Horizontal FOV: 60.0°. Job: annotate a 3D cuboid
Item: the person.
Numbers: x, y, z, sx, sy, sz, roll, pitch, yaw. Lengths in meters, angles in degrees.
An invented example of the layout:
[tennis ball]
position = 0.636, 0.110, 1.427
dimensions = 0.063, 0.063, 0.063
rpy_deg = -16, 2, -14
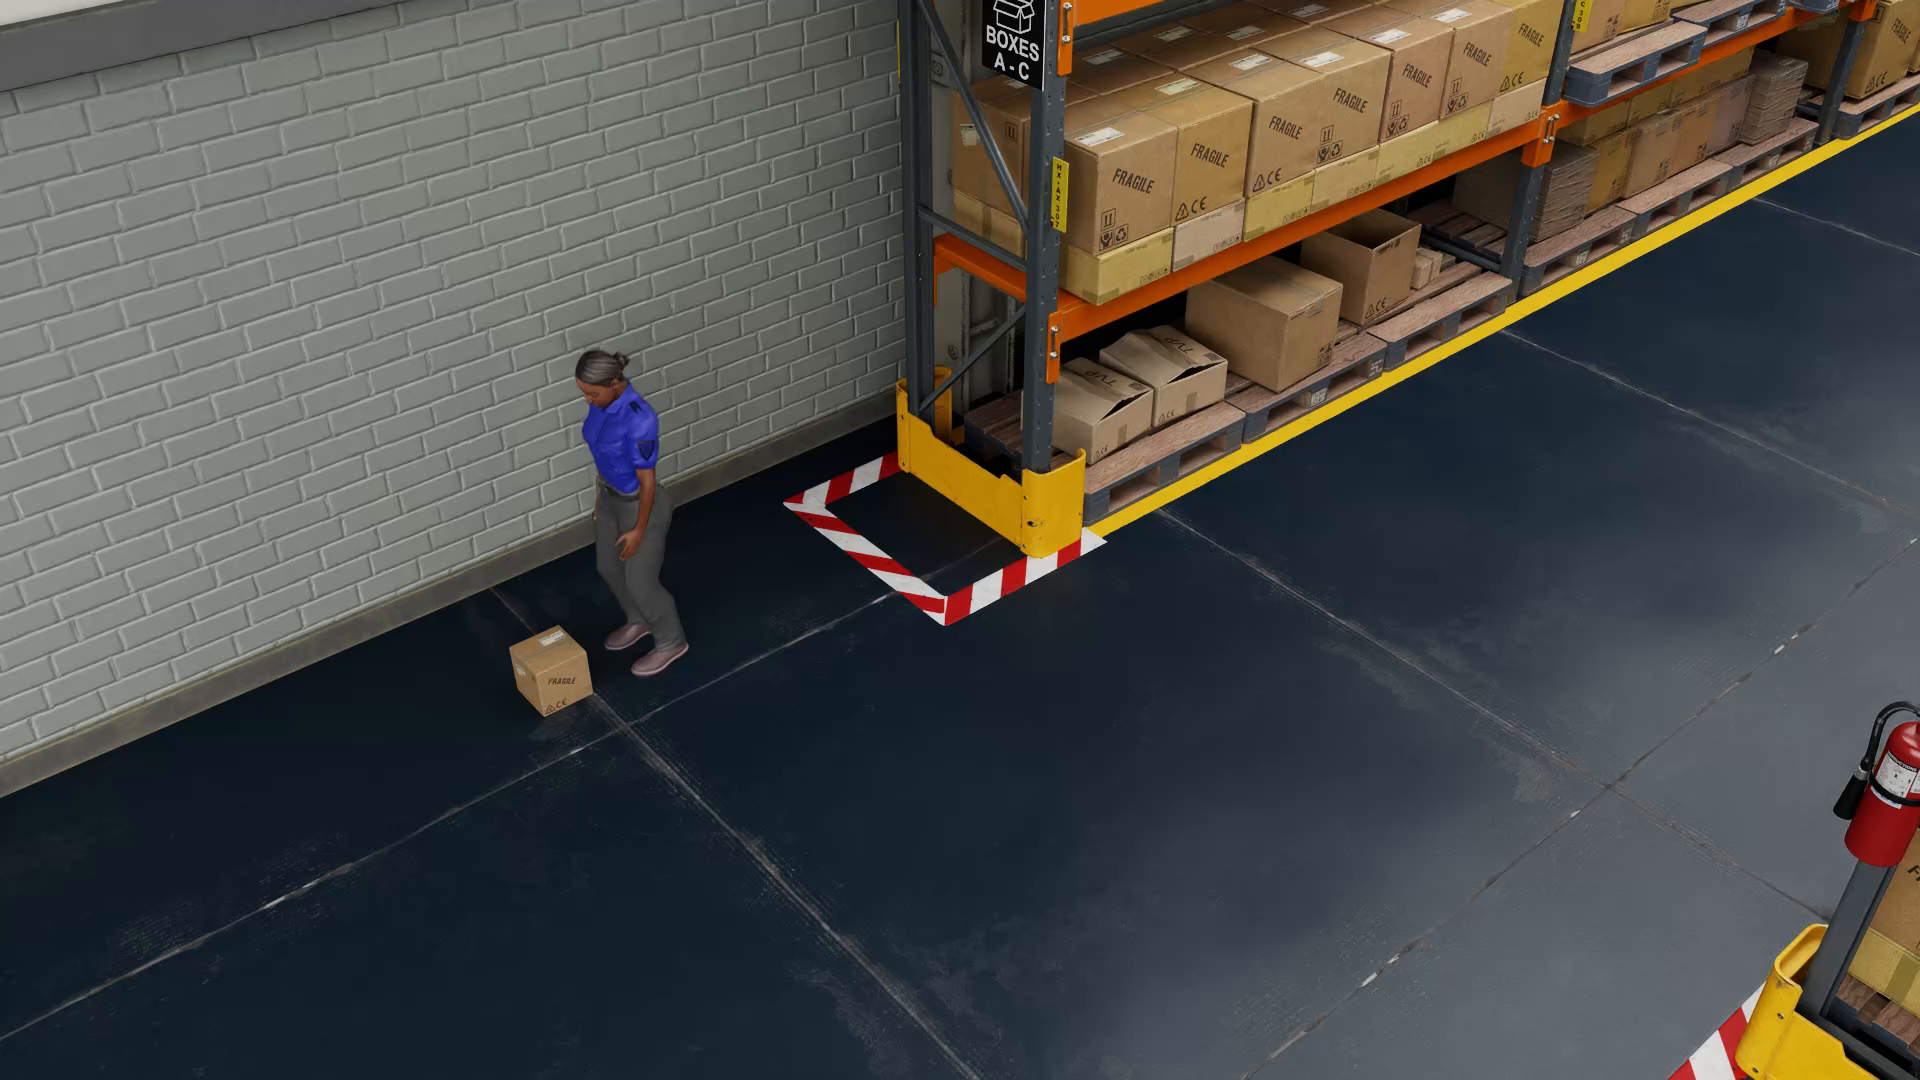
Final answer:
[person]
position = -1.561, 0.240, 7.466
dimensions = 0.809, 0.826, 0.470
rpy_deg = -26, 44, -31
